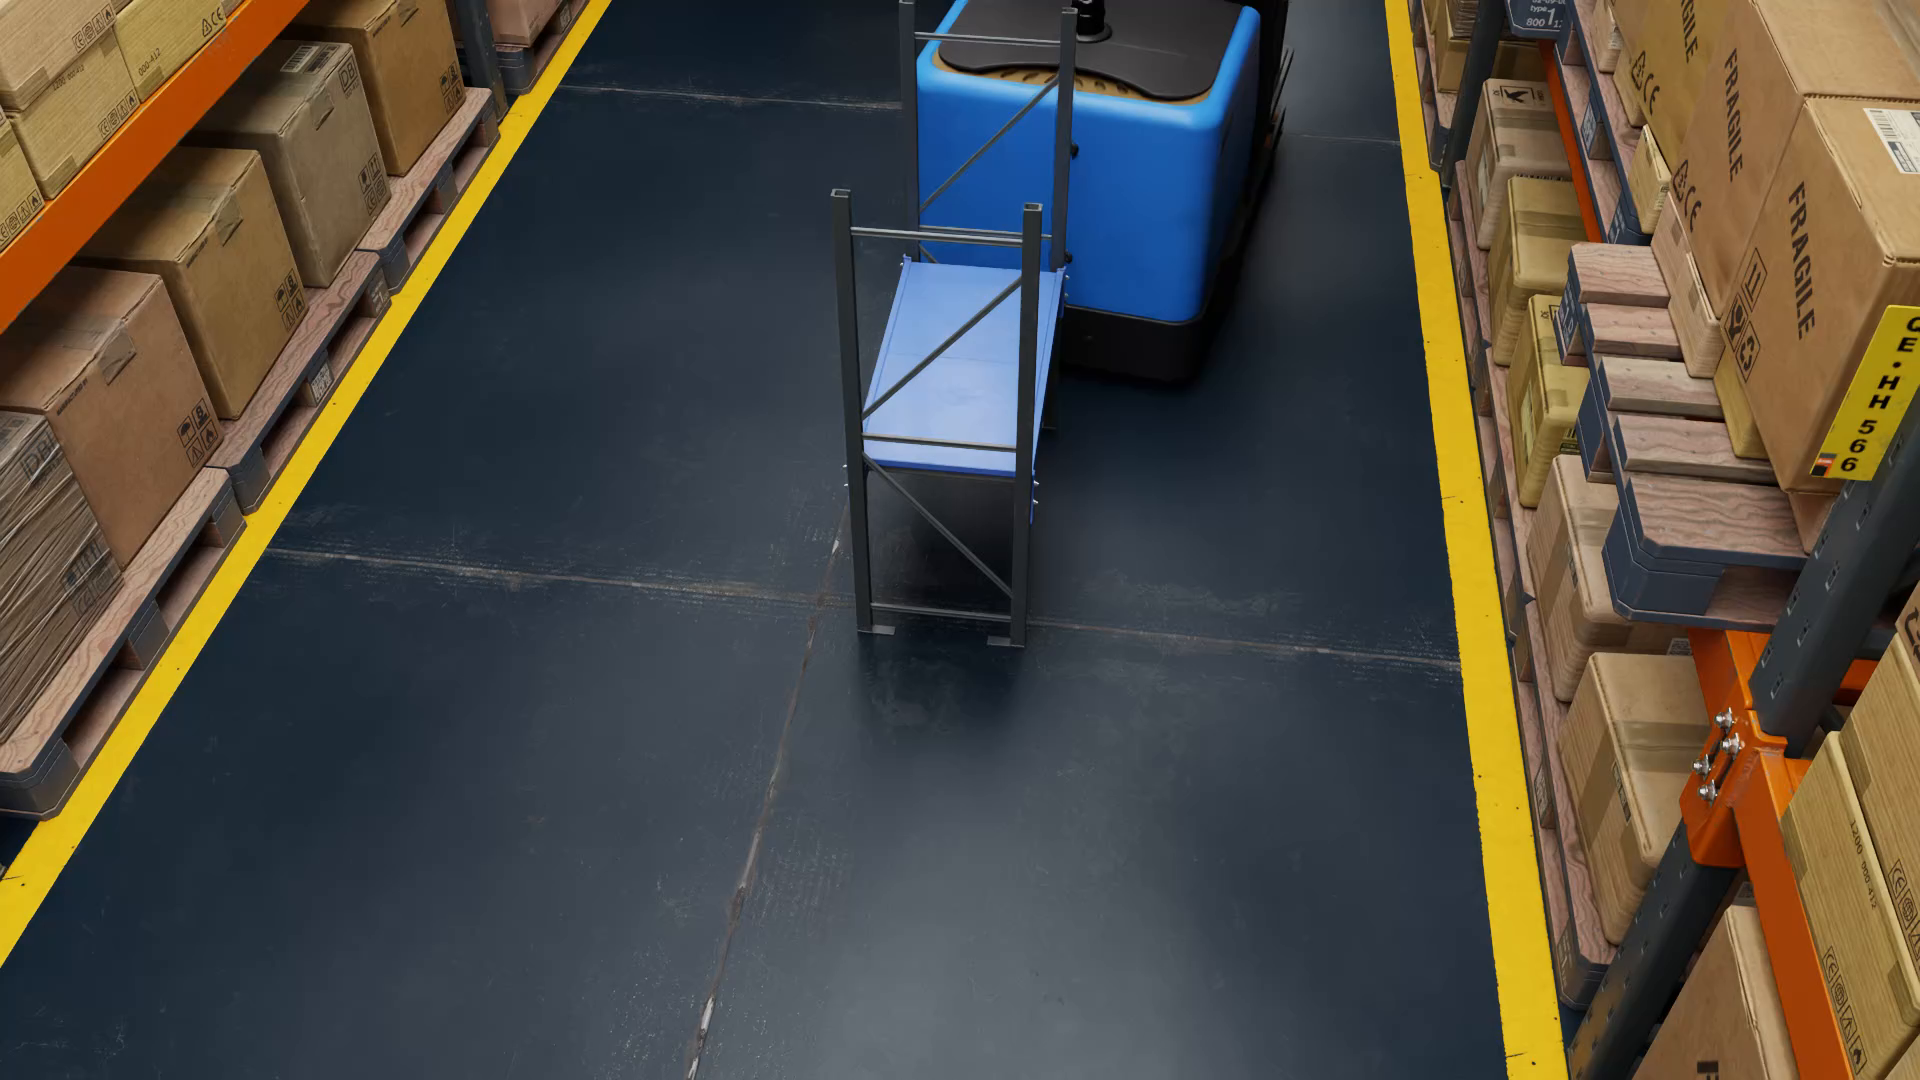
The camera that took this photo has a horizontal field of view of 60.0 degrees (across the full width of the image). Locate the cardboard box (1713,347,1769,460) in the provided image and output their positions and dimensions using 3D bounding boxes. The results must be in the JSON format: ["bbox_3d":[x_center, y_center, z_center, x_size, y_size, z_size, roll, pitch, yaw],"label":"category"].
[{"bbox_3d":[1.705,-0.277,3.238,0.380,0.149,0.250,6,44,6],"label":"cardboard box"}]

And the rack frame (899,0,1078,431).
[{"bbox_3d":[0.078,-0.949,5.162,0.500,1.500,0.032,5,44,6],"label":"rack frame"}]

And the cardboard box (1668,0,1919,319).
[{"bbox_3d":[1.773,-0.767,3.284,0.500,0.500,0.500,5,44,5],"label":"cardboard box"}]

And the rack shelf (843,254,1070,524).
[{"bbox_3d":[0.011,-0.472,4.919,0.538,0.185,1.000,5,44,6],"label":"rack shelf"}]

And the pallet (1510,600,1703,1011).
[{"bbox_3d":[2.036,0.698,4.359,1.003,0.211,1.213,5,44,6],"label":"pallet"}]

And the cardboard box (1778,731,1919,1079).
[{"bbox_3d":[1.617,0.583,2.561,0.500,0.250,0.500,5,44,5],"label":"cardboard box"}]

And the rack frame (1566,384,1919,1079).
[{"bbox_3d":[1.931,0.218,2.838,1.000,3.000,0.127,5,44,6],"label":"rack frame"}]

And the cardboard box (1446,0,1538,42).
[{"bbox_3d":[2.272,-2.362,6.712,0.500,0.500,0.500,5,44,5],"label":"cardboard box"}]

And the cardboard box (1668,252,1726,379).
[{"bbox_3d":[1.694,-0.453,3.424,0.380,0.149,0.250,5,44,5],"label":"cardboard box"}]

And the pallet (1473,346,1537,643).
[{"bbox_3d":[2.200,-0.131,5.234,1.003,0.211,1.213,5,44,6],"label":"pallet"}]

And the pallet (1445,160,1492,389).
[{"bbox_3d":[2.359,-0.964,6.115,1.003,0.211,1.213,5,44,6],"label":"pallet"}]

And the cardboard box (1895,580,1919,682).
[{"bbox_3d":[1.624,0.133,2.128,0.500,0.500,0.500,4,44,4],"label":"cardboard box"}]

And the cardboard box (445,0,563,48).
[{"bbox_3d":[-2.068,-2.410,7.308,0.500,0.250,0.500,6,44,6],"label":"cardboard box"}]

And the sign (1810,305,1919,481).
[{"bbox_3d":[1.392,-0.216,2.512,0.100,0.325,0.005,5,44,6],"label":"sign"}]

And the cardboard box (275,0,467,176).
[{"bbox_3d":[-2.518,-1.890,6.486,0.875,0.625,0.625,7,44,7],"label":"cardboard box"}]

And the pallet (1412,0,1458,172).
[{"bbox_3d":[2.514,-1.956,7.162,1.003,0.211,1.213,5,44,6],"label":"pallet"}]

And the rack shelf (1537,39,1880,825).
[{"bbox_3d":[2.196,-0.883,4.525,1.077,0.370,4.000,5,44,6],"label":"rack shelf"}]

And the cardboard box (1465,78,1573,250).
[{"bbox_3d":[2.393,-1.348,6.098,0.950,0.372,0.625,6,44,6],"label":"cardboard box"}]

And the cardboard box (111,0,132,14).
[{"bbox_3d":[-2.491,-1.684,4.593,0.500,0.250,0.500,6,44,6],"label":"cardboard box"}]

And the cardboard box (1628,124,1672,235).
[{"bbox_3d":[1.758,-0.812,3.804,0.380,0.149,0.250,6,44,6],"label":"cardboard box"}]

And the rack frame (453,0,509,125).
[{"bbox_3d":[-2.460,-2.956,6.191,1.000,3.000,0.127,5,44,6],"label":"rack frame"}]

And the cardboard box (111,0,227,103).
[{"bbox_3d":[-2.485,-1.503,4.765,0.500,0.250,0.500,7,44,7],"label":"cardboard box"}]

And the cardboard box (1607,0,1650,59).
[{"bbox_3d":[1.912,-1.483,4.040,0.500,0.500,0.500,4,44,4],"label":"cardboard box"}]

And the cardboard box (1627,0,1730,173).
[{"bbox_3d":[1.839,-1.111,3.647,0.500,0.500,0.500,3,43,3],"label":"cardboard box"}]

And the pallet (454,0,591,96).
[{"bbox_3d":[-2.314,-2.482,7.718,1.003,0.211,1.213,5,44,6],"label":"pallet"}]

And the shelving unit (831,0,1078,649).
[{"bbox_3d":[0.011,-0.603,4.796,0.538,1.500,1.048,5,44,6],"label":"shelving unit"}]

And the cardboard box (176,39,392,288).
[{"bbox_3d":[-2.628,-1.362,5.928,0.875,0.625,0.625,5,44,5],"label":"cardboard box"}]

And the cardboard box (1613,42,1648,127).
[{"bbox_3d":[1.868,-1.151,4.161,0.380,0.149,0.250,4,44,4],"label":"cardboard box"}]

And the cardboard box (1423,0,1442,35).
[{"bbox_3d":[2.332,-2.453,7.353,0.500,0.250,0.500,4,44,4],"label":"cardboard box"}]

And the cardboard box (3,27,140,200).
[{"bbox_3d":[-2.556,-1.150,4.392,0.500,0.250,0.500,4,44,4],"label":"cardboard box"}]

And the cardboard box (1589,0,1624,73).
[{"bbox_3d":[1.874,-1.335,4.356,0.380,0.149,0.250,7,44,7],"label":"cardboard box"}]

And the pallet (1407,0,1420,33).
[{"bbox_3d":[2.673,-2.790,8.043,1.003,0.211,1.213,5,44,6],"label":"pallet"}]

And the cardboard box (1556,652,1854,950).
[{"bbox_3d":[2.016,0.636,4.003,0.950,0.372,0.625,3,43,3],"label":"cardboard box"}]

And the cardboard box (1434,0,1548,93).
[{"bbox_3d":[2.272,-2.089,6.969,0.500,0.250,0.500,7,44,7],"label":"cardboard box"}]

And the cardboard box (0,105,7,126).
[{"bbox_3d":[-2.621,-0.979,3.847,0.500,0.250,0.500,7,44,7],"label":"cardboard box"}]

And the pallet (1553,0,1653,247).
[{"bbox_3d":[2.153,-1.065,4.332,1.003,0.211,1.213,5,44,6],"label":"pallet"}]

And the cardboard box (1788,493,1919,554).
[{"bbox_3d":[1.741,-0.088,3.038,0.380,0.149,0.250,7,44,7],"label":"cardboard box"}]

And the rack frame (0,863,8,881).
[{"bbox_3d":[-2.989,-0.230,3.312,1.000,3.000,0.127,5,44,6],"label":"rack frame"}]

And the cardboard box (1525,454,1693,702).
[{"bbox_3d":[2.106,0.132,4.534,0.950,0.372,0.625,4,44,5],"label":"cardboard box"}]

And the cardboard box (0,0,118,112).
[{"bbox_3d":[-2.534,-1.334,4.222,0.500,0.250,0.500,4,44,4],"label":"cardboard box"}]

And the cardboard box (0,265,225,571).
[{"bbox_3d":[-2.815,-0.390,4.902,0.875,0.625,0.625,7,44,7],"label":"cardboard box"}]

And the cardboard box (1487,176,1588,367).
[{"bbox_3d":[2.302,-0.858,5.580,0.950,0.372,0.625,8,44,8],"label":"cardboard box"}]

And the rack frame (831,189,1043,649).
[{"bbox_3d":[-0.056,-0.256,4.430,0.500,1.500,0.032,5,44,6],"label":"rack frame"}]

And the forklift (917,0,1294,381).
[{"bbox_3d":[0.729,-2.641,5.907,1.130,2.935,3.031,12,45,12],"label":"forklift"}]

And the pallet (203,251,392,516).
[{"bbox_3d":[-2.678,-0.604,5.735,1.003,0.211,1.213,5,44,6],"label":"pallet"}]

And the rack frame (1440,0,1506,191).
[{"bbox_3d":[2.460,-2.508,5.717,1.000,3.000,0.127,5,44,6],"label":"rack frame"}]

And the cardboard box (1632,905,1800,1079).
[{"bbox_3d":[1.758,1.301,2.935,0.875,0.875,0.875,5,44,5],"label":"cardboard box"}]

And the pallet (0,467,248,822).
[{"bbox_3d":[-2.842,0.225,4.859,1.003,0.211,1.213,5,44,6],"label":"pallet"}]

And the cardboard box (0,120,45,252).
[{"bbox_3d":[-2.617,-0.798,4.021,0.500,0.250,0.500,4,44,5],"label":"cardboard box"}]

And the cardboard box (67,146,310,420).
[{"bbox_3d":[-2.726,-0.849,5.387,0.875,0.625,0.625,4,44,4],"label":"cardboard box"}]

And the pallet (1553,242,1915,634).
[{"bbox_3d":[1.920,-0.207,3.427,1.213,0.211,1.003,5,44,6],"label":"pallet"}]

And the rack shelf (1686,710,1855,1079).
[{"bbox_3d":[1.667,1.843,1.646,1.077,0.370,4.000,5,44,6],"label":"rack shelf"}]

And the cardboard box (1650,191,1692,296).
[{"bbox_3d":[1.735,-0.624,3.604,0.380,0.149,0.250,3,44,4],"label":"cardboard box"}]

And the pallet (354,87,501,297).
[{"bbox_3d":[-2.519,-1.438,6.615,1.003,0.211,1.213,5,44,6],"label":"pallet"}]

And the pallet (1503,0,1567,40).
[{"bbox_3d":[2.215,-1.930,5.247,1.003,0.211,1.213,5,44,6],"label":"pallet"}]

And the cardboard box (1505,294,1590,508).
[{"bbox_3d":[2.211,-0.384,5.080,0.950,0.372,0.625,7,44,7],"label":"cardboard box"}]

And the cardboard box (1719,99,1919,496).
[{"bbox_3d":[1.716,-0.414,2.911,0.500,0.500,0.500,4,44,4],"label":"cardboard box"}]

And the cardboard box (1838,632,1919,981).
[{"bbox_3d":[1.620,0.414,2.376,0.500,0.250,0.500,5,44,5],"label":"cardboard box"}]

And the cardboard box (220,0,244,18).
[{"bbox_3d":[-2.425,-1.856,5.137,0.500,0.250,0.500,5,44,6],"label":"cardboard box"}]

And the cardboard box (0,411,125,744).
[{"bbox_3d":[-2.893,0.056,4.431,0.875,0.625,0.625,7,44,7],"label":"cardboard box"}]
